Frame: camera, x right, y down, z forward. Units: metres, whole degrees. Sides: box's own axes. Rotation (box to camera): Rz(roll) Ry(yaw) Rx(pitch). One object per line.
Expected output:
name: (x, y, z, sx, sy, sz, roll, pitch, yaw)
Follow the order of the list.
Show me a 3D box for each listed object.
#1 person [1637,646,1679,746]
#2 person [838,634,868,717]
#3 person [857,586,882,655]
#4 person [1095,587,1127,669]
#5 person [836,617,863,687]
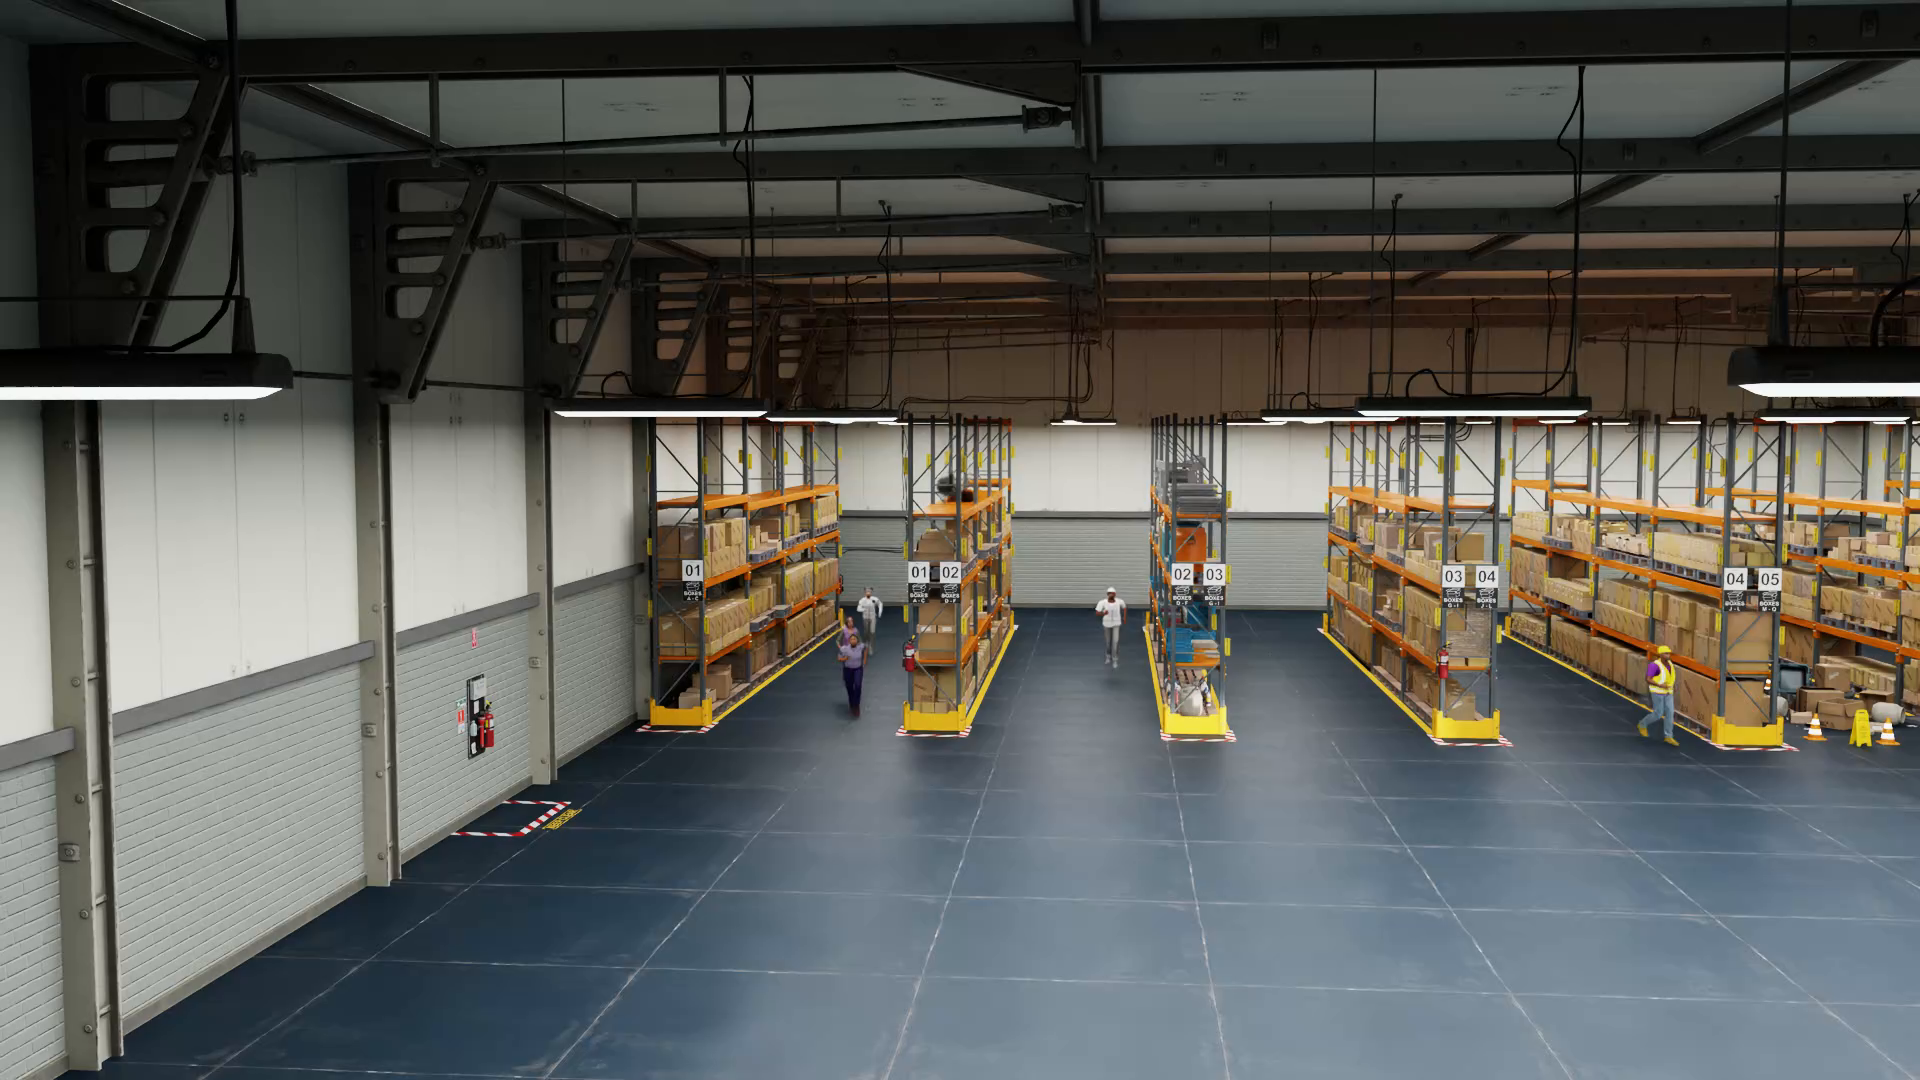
person: (12.784, 2.804, 30.337, 0.725, 1.780, 0.835, -2, 4, -24)
person: (-2.137, 2.674, 33.261, 0.596, 1.649, 0.906, 0, 4, -1)
person: (-2.293, 2.035, 42.309, 0.621, 1.746, 0.880, 0, 4, 0)
person: (3.462, 1.995, 38.122, 0.730, 1.840, 0.784, 0, 4, 3)
person: (-2.266, 2.360, 34.313, 0.541, 1.541, 0.486, -1, 4, -14)
